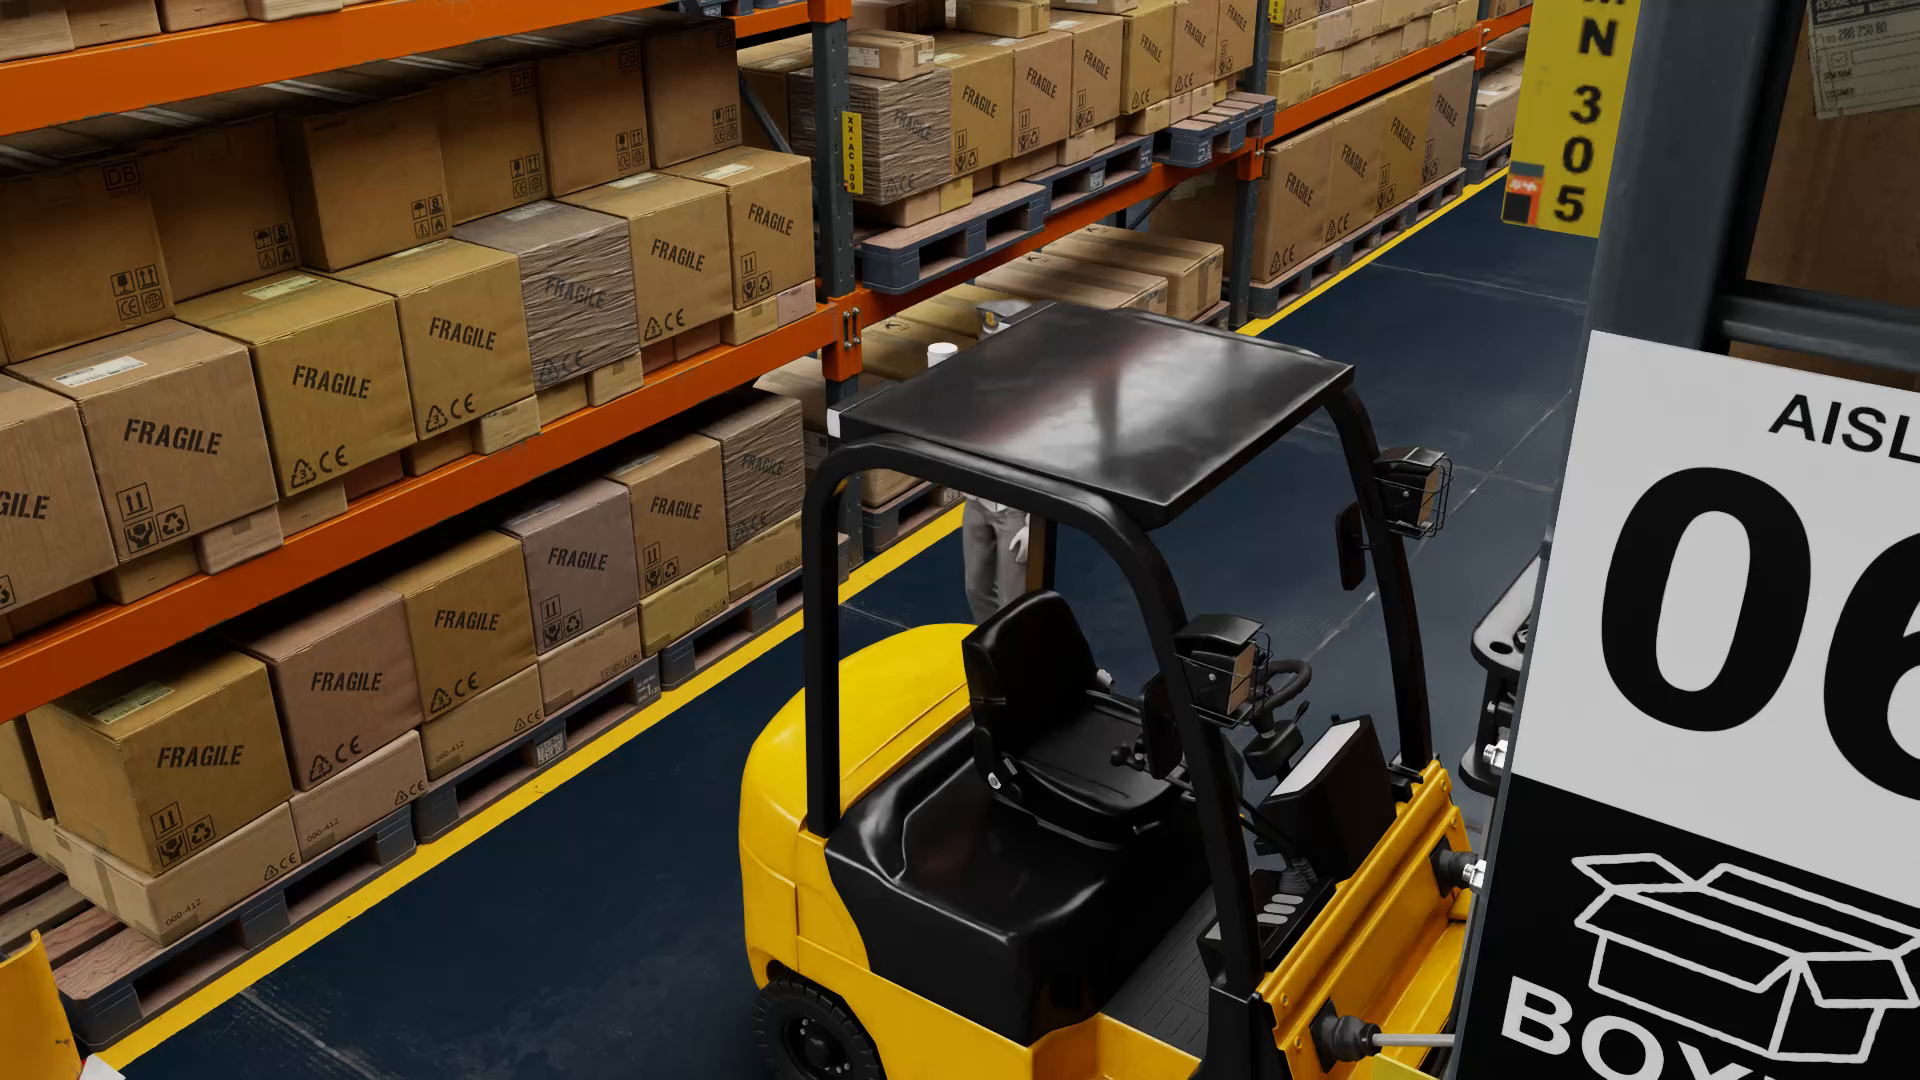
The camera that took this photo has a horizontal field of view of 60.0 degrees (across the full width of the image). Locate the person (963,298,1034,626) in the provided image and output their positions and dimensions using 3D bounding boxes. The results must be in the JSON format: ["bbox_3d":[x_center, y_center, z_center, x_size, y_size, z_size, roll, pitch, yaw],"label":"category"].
[{"bbox_3d":[0.174,-0.116,6.351,0.331,1.661,0.473,-18,32,-31],"label":"person"}]
